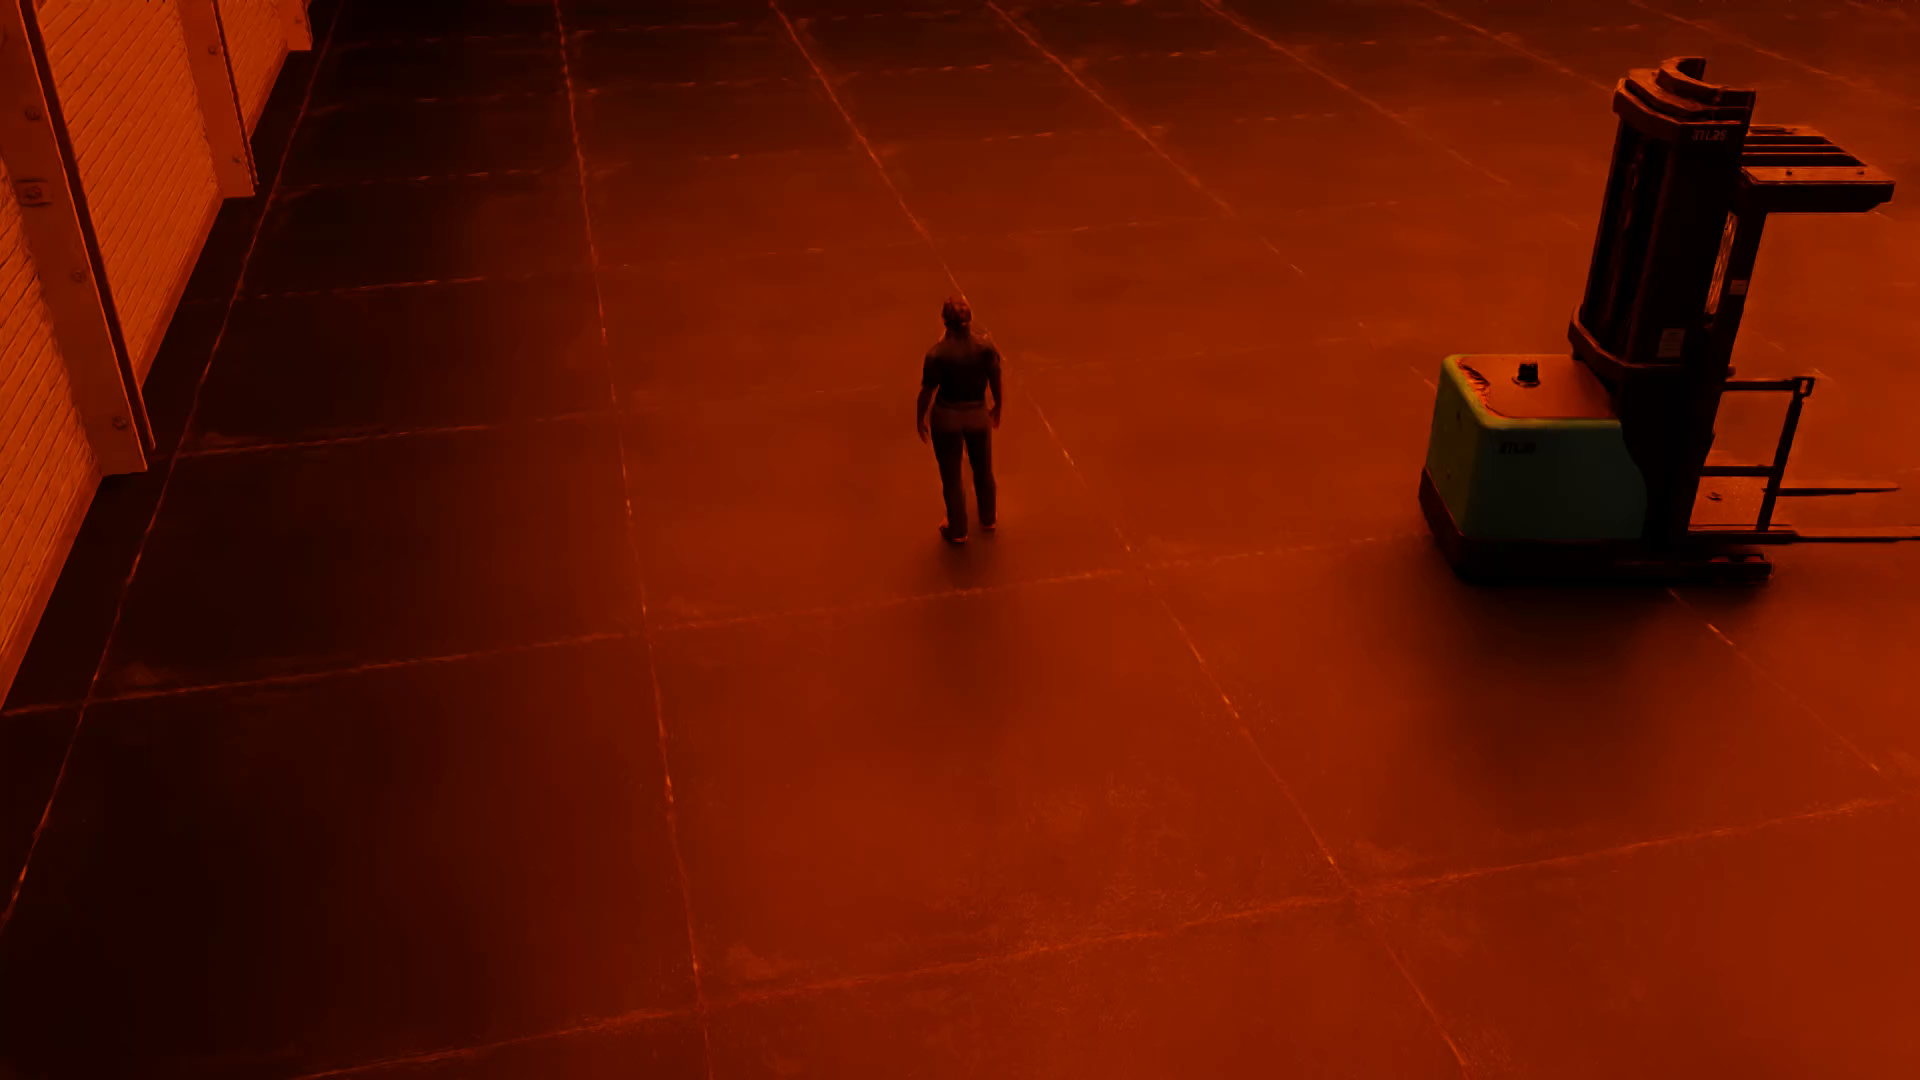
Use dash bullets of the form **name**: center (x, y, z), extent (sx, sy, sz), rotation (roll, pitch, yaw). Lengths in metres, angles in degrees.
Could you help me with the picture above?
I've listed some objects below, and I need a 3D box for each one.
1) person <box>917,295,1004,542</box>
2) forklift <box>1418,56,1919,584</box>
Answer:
- **person**: center (-0.002, -0.767, 10.160), extent (0.570, 1.654, 0.503), rotation (-7, 31, -12)
- **forklift**: center (4.502, -1.269, 9.767), extent (3.031, 2.935, 1.130), rotation (0, 30, 0)
